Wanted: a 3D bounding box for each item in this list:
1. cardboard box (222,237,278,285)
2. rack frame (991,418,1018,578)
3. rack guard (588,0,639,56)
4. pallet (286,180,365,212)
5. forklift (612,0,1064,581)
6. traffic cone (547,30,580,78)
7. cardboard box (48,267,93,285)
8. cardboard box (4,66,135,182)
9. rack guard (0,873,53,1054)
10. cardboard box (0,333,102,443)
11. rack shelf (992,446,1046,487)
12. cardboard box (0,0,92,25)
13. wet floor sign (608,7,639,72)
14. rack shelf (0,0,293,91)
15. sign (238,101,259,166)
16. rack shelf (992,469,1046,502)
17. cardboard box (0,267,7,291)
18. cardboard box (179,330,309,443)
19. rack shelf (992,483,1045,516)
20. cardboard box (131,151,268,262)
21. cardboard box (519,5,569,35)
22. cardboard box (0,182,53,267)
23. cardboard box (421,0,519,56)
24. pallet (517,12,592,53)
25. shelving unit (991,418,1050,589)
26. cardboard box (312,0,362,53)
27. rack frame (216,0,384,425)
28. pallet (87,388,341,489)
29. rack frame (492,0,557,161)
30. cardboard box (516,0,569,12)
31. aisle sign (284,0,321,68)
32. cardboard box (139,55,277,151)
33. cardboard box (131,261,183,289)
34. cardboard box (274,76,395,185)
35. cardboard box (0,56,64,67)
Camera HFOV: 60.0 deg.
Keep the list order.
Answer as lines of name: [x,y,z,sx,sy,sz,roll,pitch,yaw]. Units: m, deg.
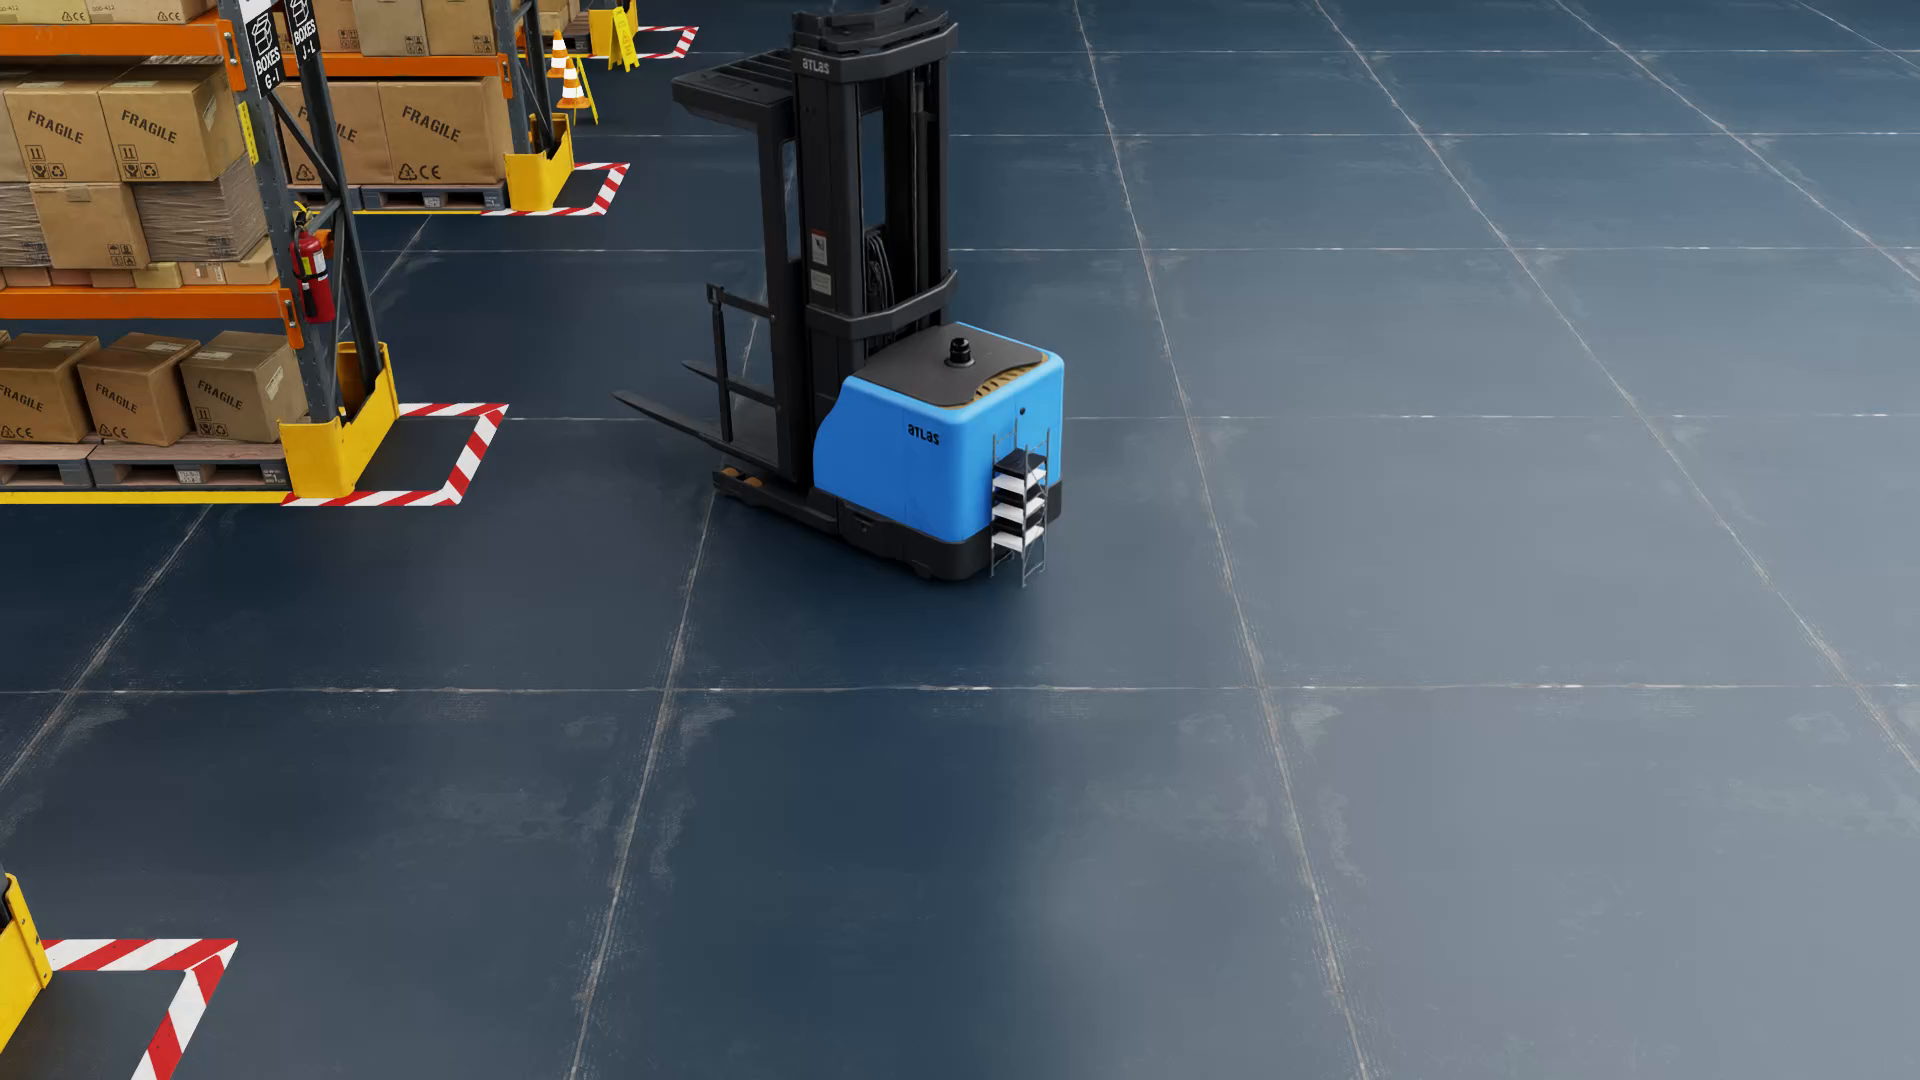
cardboard box: [-4.082,-1.622,9.663,0.250,0.149,0.380,0,31,0]
rack frame: [0.242,-0.224,9.139,0.006,0.900,0.240,19,36,28]
rack guard: [-3.934,-5.909,18.896,0.348,0.500,1.175,0,31,0]
pallet: [-5.743,-3.173,14.665,1.213,0.211,1.003,0,31,0]
forklift: [-0.867,-1.650,9.532,3.031,2.935,1.130,23,38,33]
traffic cone: [-4.280,-5.223,17.801,0.334,0.463,0.336,0,31,0]
cardboard box: [-5.082,-1.622,9.663,0.250,0.149,0.380,0,31,0]
cardboard box: [-4.847,-2.300,9.191,0.500,0.500,0.500,0,31,0]
rack guard: [-3.844,1.825,6.149,0.348,0.500,1.175,0,31,0]
cardboard box: [-5.646,-0.943,10.307,0.500,0.500,0.500,3,31,4]
rack shelf: [0.327,-0.396,8.968,0.200,0.077,0.258,19,36,28]
cardboard box: [-4.778,-2.919,8.811,0.500,0.250,0.500,0,31,0]
wet floor sign: [-3.661,-5.417,17.945,0.232,0.644,0.267,10,33,17]
rack shelf: [-5.798,-2.806,9.174,4.000,0.370,1.077,0,31,0]
sign: [-3.815,-2.179,8.918,0.005,0.325,0.100,0,31,0]
rack shelf: [0.327,-0.320,9.015,0.200,0.077,0.258,19,36,28]
cardboard box: [-5.581,-1.563,9.565,0.250,0.149,0.380,0,31,0]
cardboard box: [-4.423,-0.955,10.326,0.500,0.500,0.500,5,32,9]
rack shelf: [0.327,-0.243,9.062,0.200,0.077,0.258,19,36,28]
cardboard box: [-4.348,-2.020,9.693,0.500,0.500,0.875,0,31,0]
cardboard box: [-4.689,-5.839,18.618,0.500,0.250,0.500,0,31,-1]
cardboard box: [-5.348,-1.977,9.622,0.500,0.500,0.875,0,31,0]
cardboard box: [-4.098,-4.450,13.937,0.550,0.550,0.875,0,31,0]
pallet: [-4.746,-5.801,18.997,1.213,0.211,1.003,0,31,0]
shelving unit: [0.326,-0.195,9.091,0.210,0.900,0.258,19,36,28]
cardboard box: [-5.208,-4.500,14.020,0.550,0.550,0.875,0,31,0]
rack frame: [-3.798,-1.837,9.775,0.127,3.000,1.000,0,31,0]
pallet: [-4.687,-0.661,10.524,1.213,0.211,1.003,0,31,0]
rack frame: [-3.727,-4.410,14.016,0.127,3.000,1.000,0,31,0]
cardboard box: [-4.657,-6.164,18.430,0.500,0.500,0.500,0,31,0]
aisle sign: [-3.738,-3.104,9.358,0.004,0.787,0.394,0,31,0]
cardboard box: [-4.350,-2.574,9.643,0.500,0.500,0.500,0,31,0]
cardboard box: [-4.582,-1.594,9.617,0.250,0.149,0.380,0,31,0]
cardboard box: [-5.285,-3.641,14.392,0.875,0.875,0.875,-1,31,-1]
cardboard box: [-5.350,-2.574,9.643,0.500,0.500,0.500,0,31,0]
